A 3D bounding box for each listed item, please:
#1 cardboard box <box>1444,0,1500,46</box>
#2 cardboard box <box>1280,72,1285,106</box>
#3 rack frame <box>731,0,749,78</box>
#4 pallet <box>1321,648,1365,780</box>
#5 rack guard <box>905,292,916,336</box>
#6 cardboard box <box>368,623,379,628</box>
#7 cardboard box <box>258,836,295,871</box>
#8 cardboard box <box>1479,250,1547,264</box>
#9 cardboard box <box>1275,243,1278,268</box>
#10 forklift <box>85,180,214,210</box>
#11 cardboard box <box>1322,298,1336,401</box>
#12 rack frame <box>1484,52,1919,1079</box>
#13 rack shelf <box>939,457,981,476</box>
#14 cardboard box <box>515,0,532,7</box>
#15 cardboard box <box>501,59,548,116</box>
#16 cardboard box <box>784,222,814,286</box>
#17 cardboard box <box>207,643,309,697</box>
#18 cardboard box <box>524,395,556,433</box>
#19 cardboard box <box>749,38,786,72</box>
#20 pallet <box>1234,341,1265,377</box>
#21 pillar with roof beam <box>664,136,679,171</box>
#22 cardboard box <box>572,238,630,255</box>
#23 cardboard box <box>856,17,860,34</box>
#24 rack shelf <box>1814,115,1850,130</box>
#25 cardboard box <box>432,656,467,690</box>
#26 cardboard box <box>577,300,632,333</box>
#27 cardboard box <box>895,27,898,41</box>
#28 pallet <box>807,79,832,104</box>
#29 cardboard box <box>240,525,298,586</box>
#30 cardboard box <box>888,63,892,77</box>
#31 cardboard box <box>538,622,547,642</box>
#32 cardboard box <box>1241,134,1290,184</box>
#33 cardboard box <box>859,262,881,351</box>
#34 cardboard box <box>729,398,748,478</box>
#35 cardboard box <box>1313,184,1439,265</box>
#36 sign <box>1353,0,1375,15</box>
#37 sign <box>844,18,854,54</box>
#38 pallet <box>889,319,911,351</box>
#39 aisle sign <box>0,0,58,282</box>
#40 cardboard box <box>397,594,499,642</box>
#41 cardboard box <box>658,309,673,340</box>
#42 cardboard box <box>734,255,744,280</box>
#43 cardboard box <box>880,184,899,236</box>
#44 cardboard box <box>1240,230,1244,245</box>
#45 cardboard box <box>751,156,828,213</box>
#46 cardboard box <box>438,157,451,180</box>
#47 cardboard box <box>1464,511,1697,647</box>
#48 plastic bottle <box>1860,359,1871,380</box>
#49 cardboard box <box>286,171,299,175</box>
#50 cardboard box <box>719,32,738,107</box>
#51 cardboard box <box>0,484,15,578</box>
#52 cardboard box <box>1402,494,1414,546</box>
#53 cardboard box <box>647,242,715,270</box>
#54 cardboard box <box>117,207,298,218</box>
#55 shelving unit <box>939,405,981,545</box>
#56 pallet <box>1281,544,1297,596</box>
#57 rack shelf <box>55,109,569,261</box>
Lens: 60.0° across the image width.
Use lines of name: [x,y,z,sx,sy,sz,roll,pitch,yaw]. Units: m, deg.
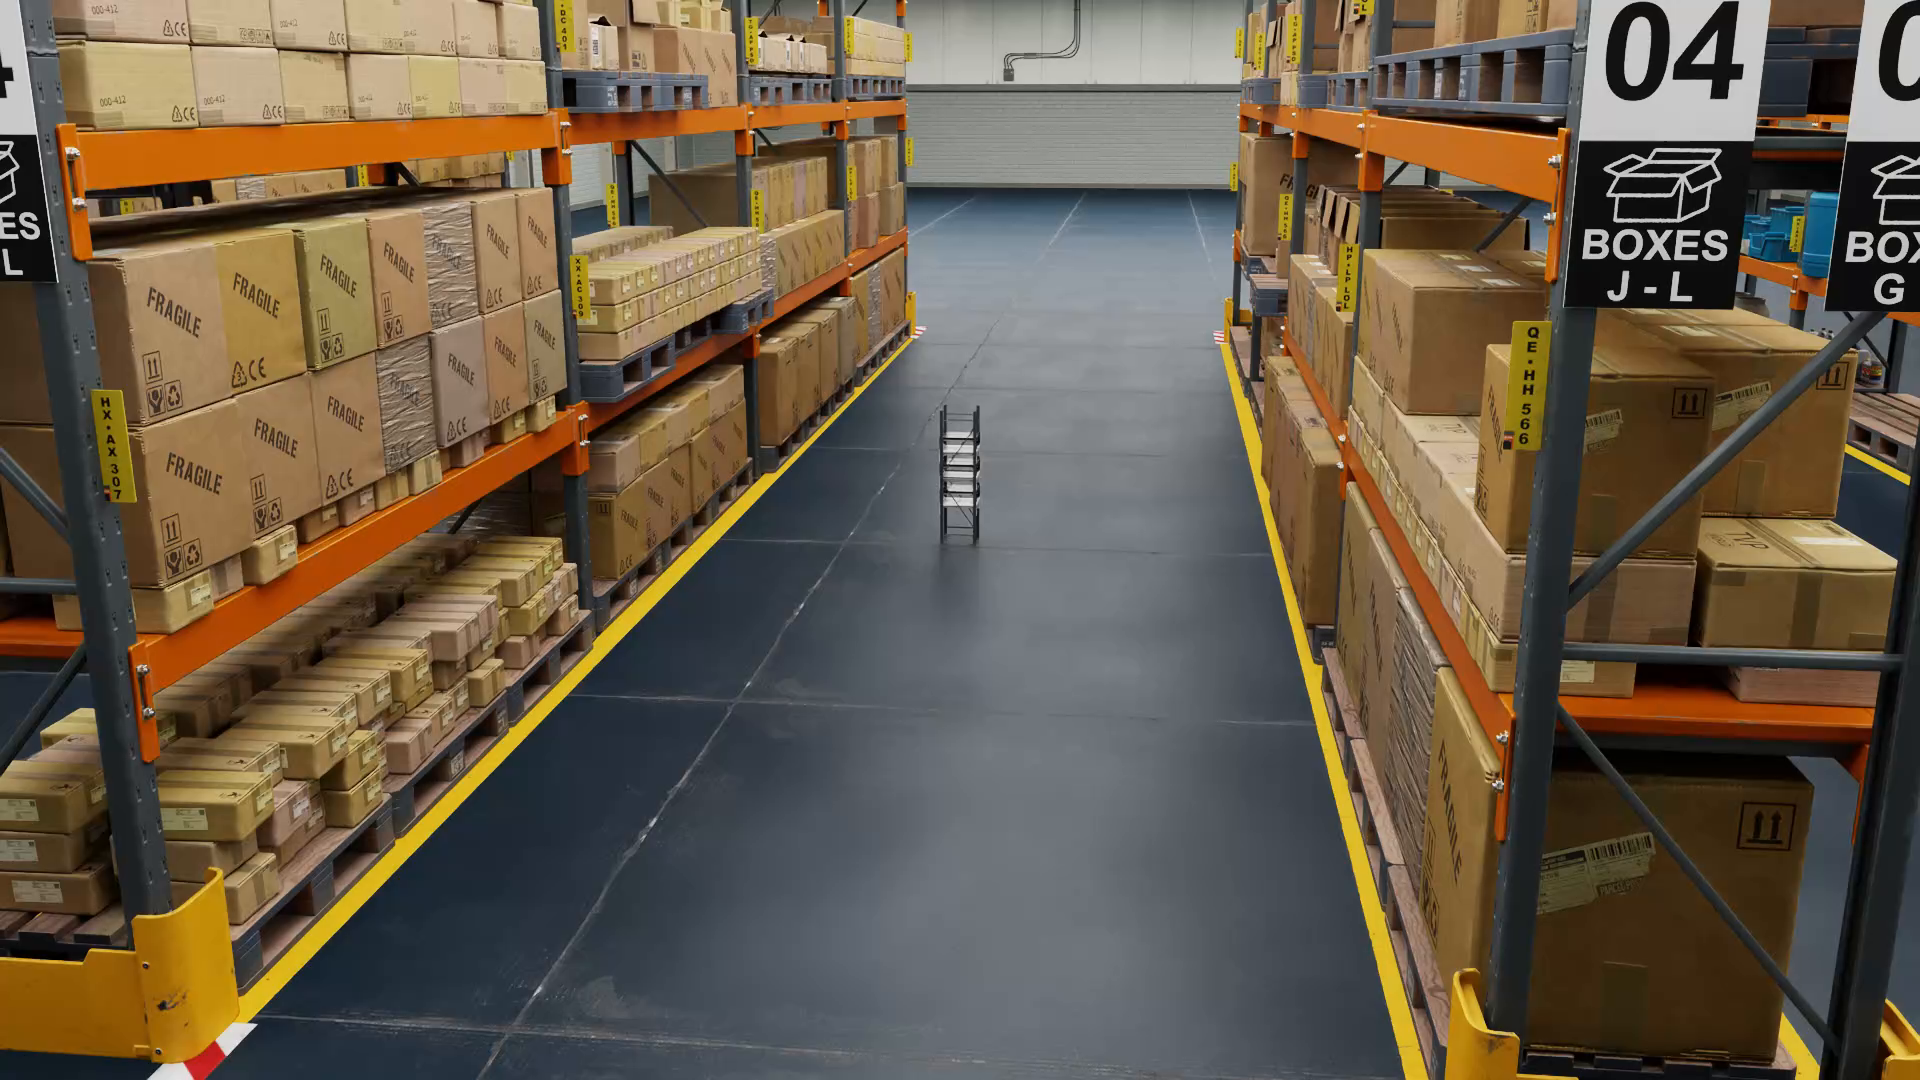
cardboard box: [2.119,-2.001,5.881,0.700,0.500,0.500,2,15,9]
cardboard box: [2.776,-3.532,13.018,0.500,0.250,0.500,2,15,8]
rack frame: [-2.052,-4.835,11.803,1.000,3.000,0.127,2,15,6]
pallet: [2.250,0.812,7.755,1.003,0.211,1.213,2,15,6]
rack guard: [-1.147,-2.813,20.609,1.175,0.500,0.348,2,15,6]
cardboard box: [-2.881,0.486,7.705,0.380,0.149,0.250,2,15,9]
cardboard box: [-2.630,1.113,5.958,0.380,0.149,0.250,2,15,6]
cardboard box: [2.627,-1.035,7.525,0.500,0.500,0.500,2,15,8]
cardboard box: [2.784,-2.345,13.541,0.396,0.266,0.258,1,15,5]
forklift: [-5.259,-1.364,10.593,1.130,2.935,3.031,-7,17,-23]
cardboard box: [2.257,-1.035,9.051,0.500,0.500,0.500,2,15,8]
rack frame: [1.962,0.308,4.276,1.000,3.000,0.127,2,15,6]
rack shelf: [-0.001,-0.487,11.022,0.258,0.077,0.200,2,15,6]
cardboard box: [-2.267,-2.622,7.930,0.380,0.149,0.250,1,15,4]
cardboard box: [-2.291,-2.142,7.877,0.500,0.250,0.500,2,15,8]
cardboard box: [-1.563,-2.488,14.424,0.500,0.500,0.500,2,15,6]
cardboard box: [-2.952,0.541,6.931,0.380,0.149,0.250,1,15,4]
cardboard box: [-2.224,-0.629,8.224,0.380,0.149,0.250,1,15,5]
cardboard box: [-1.696,-3.877,13.297,0.500,0.250,0.500,2,15,8]
pallet: [3.492,-1.951,17.971,1.003,0.211,1.213,2,15,6]
pillar with roof beam: [-4.323,-14.675,48.192,9.100,9.000,0.400,2,15,6]
cardboard box: [-2.416,-1.921,11.058,0.380,0.149,0.250,2,15,9]
cardboard box: [-1.195,-5.090,16.449,0.380,0.149,0.250,2,15,6]
rack shelf: [8.011,-3.240,13.030,1.077,0.370,4.000,2,15,6]
cardboard box: [-2.440,0.558,7.440,0.380,0.149,0.250,1,15,4]
cardboard box: [-2.002,-1.215,9.016,0.380,0.149,0.250,2,15,7]
cardboard box: [-0.909,-5.748,18.884,0.380,0.149,0.250,2,15,7]
pallet: [-1.656,-4.093,15.171,0.805,0.209,1.217,1,15,4]
cardboard box: [-2.522,0.047,5.721,0.380,0.149,0.250,1,15,5]
cardboard box: [-0.965,-5.231,18.500,0.380,0.149,0.250,1,15,5]
cardboard box: [-2.322,0.449,8.413,0.380,0.149,0.250,2,15,8]
cardboard box: [3.316,-4.122,17.983,0.500,0.500,0.500,2,15,6]
cardboard box: [-1.363,-2.548,18.106,0.875,0.875,0.875,2,15,7]
cardboard box: [-1.867,-0.757,12.198,0.500,0.500,0.500,2,15,6]
cardboard box: [2.766,-2.110,11.105,0.797,0.503,0.637,2,15,8]
sign: [1.873,-2.592,7.662,0.100,0.325,0.005,2,15,6]
sign: [-1.061,-4.812,15.873,0.100,0.325,0.005,2,15,6]
pallet: [-1.162,-2.458,19.848,1.003,0.211,1.213,2,15,6]
aisle sign: [-2.665,-1.091,4.471,0.394,0.787,0.004,2,15,6]
cardboard box: [-2.341,0.355,7.620,0.380,0.149,0.250,1,15,4]
cardboard box: [-1.915,-1.273,9.802,0.380,0.149,0.250,2,15,7]
cardboard box: [-1.711,-1.885,11.493,0.380,0.149,0.250,2,15,8]
cardboard box: [-1.187,-3.845,19.349,0.875,0.550,0.550,2,15,6]
cardboard box: [3.232,-3.267,17.979,0.380,0.149,0.250,2,15,6]
cardboard box: [-1.651,-3.378,15.802,0.700,0.500,0.500,1,15,5]
cardboard box: [-6.134,-4.277,18.557,0.700,0.500,0.500,2,15,6]
cardboard box: [1.753,0.104,4.750,0.500,0.250,0.500,1,15,5]
plastic bottle: [8.732,-1.642,16.007,0.097,0.201,0.097,0,15,0]
cardboard box: [-6.423,-3.498,15.544,0.380,0.149,0.250,1,15,5]
cardboard box: [-1.864,-3.280,11.606,0.500,0.500,0.500,2,15,6]
cardboard box: [-3.160,-0.180,5.320,0.500,0.500,0.500,2,15,7]
cardboard box: [1.847,-0.069,6.152,0.380,0.149,0.250,2,15,7]
cardboard box: [-1.800,-1.832,10.726,0.380,0.149,0.250,2,15,9]
cardboard box: [-2.987,-1.068,6.690,0.500,0.500,0.500,1,15,4]
shelving unit: [-0.001,-0.432,11.037,0.258,0.900,0.210,2,15,6]
pallet: [2.560,0.097,10.398,1.003,0.211,1.213,2,15,6]
rack shelf: [-2.729,-1.484,6.533,1.077,0.370,4.000,2,15,6]
